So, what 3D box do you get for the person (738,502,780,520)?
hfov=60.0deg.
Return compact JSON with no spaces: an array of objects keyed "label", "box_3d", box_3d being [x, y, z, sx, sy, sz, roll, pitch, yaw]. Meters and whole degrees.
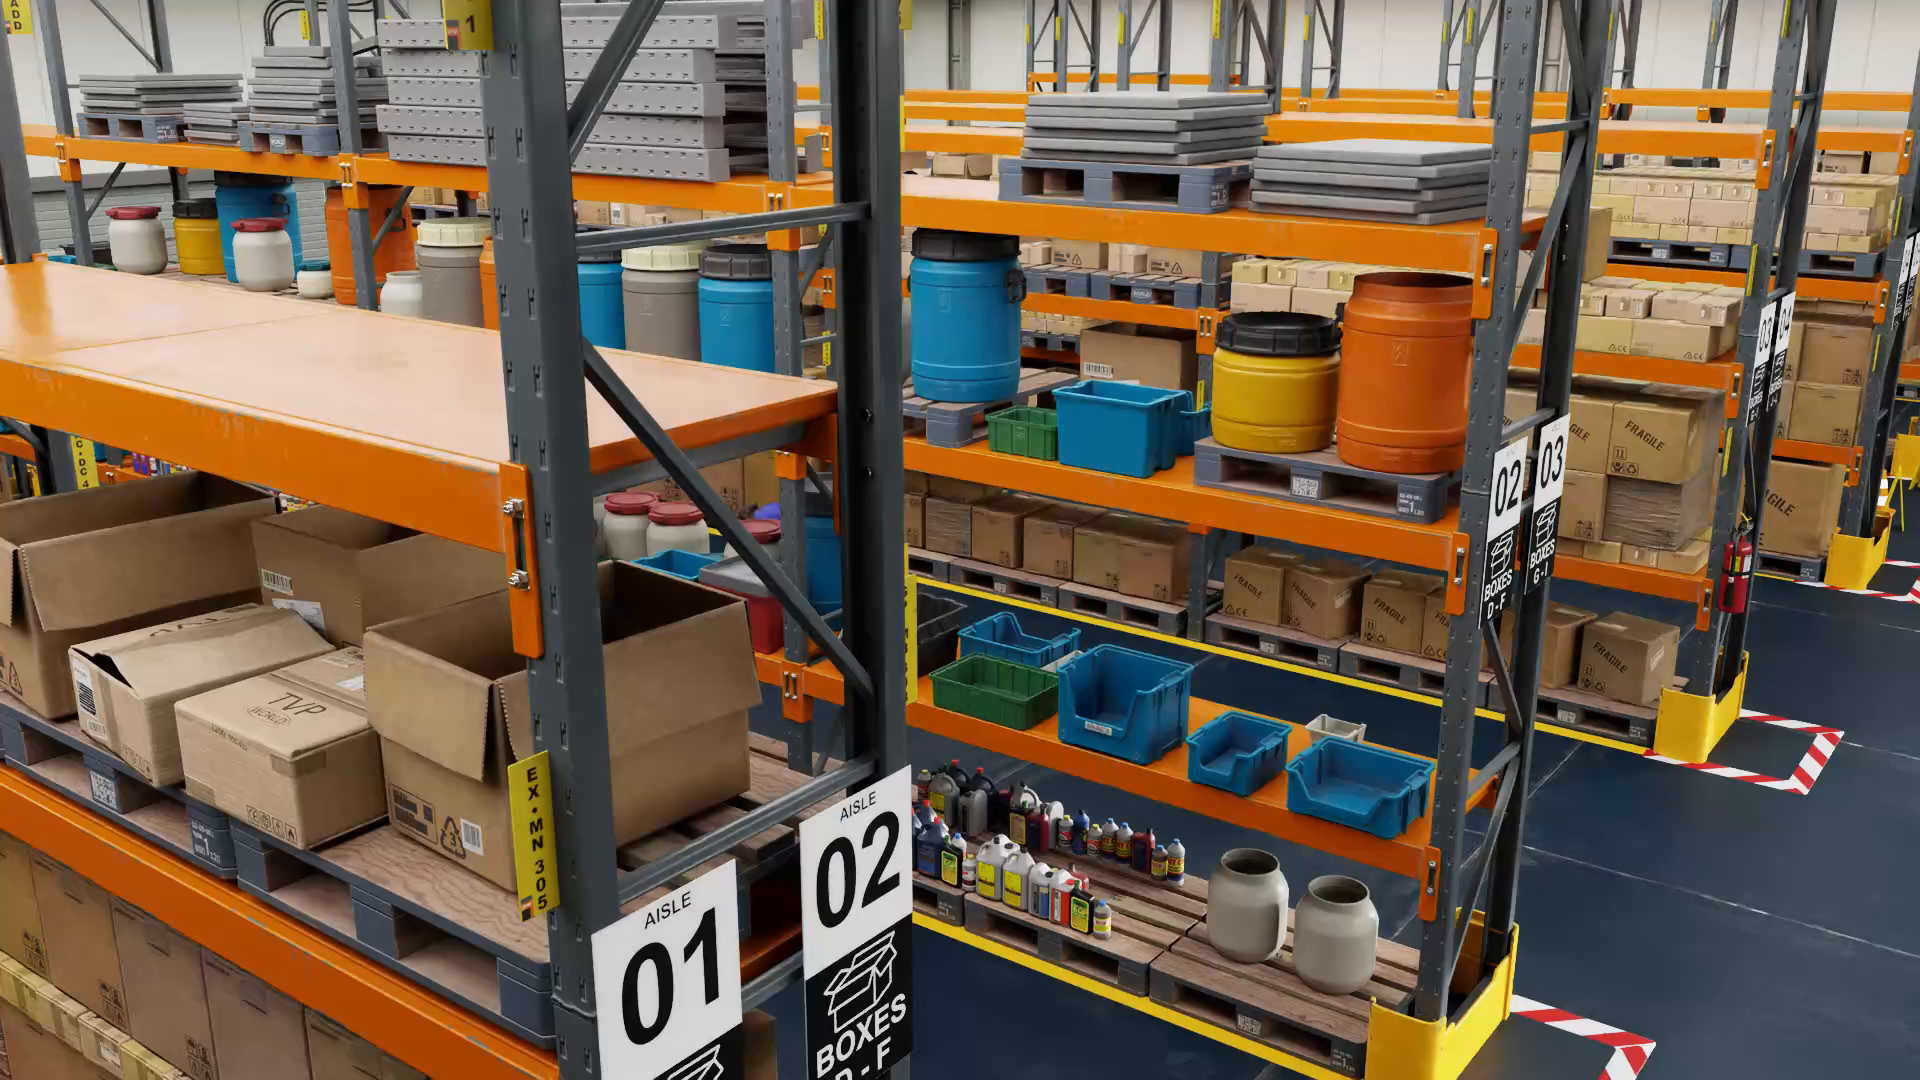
[{"label":"person","box_3d":[-1.604,0.117,14.734,0.877,0.899,0.434,11,20,33]}]
